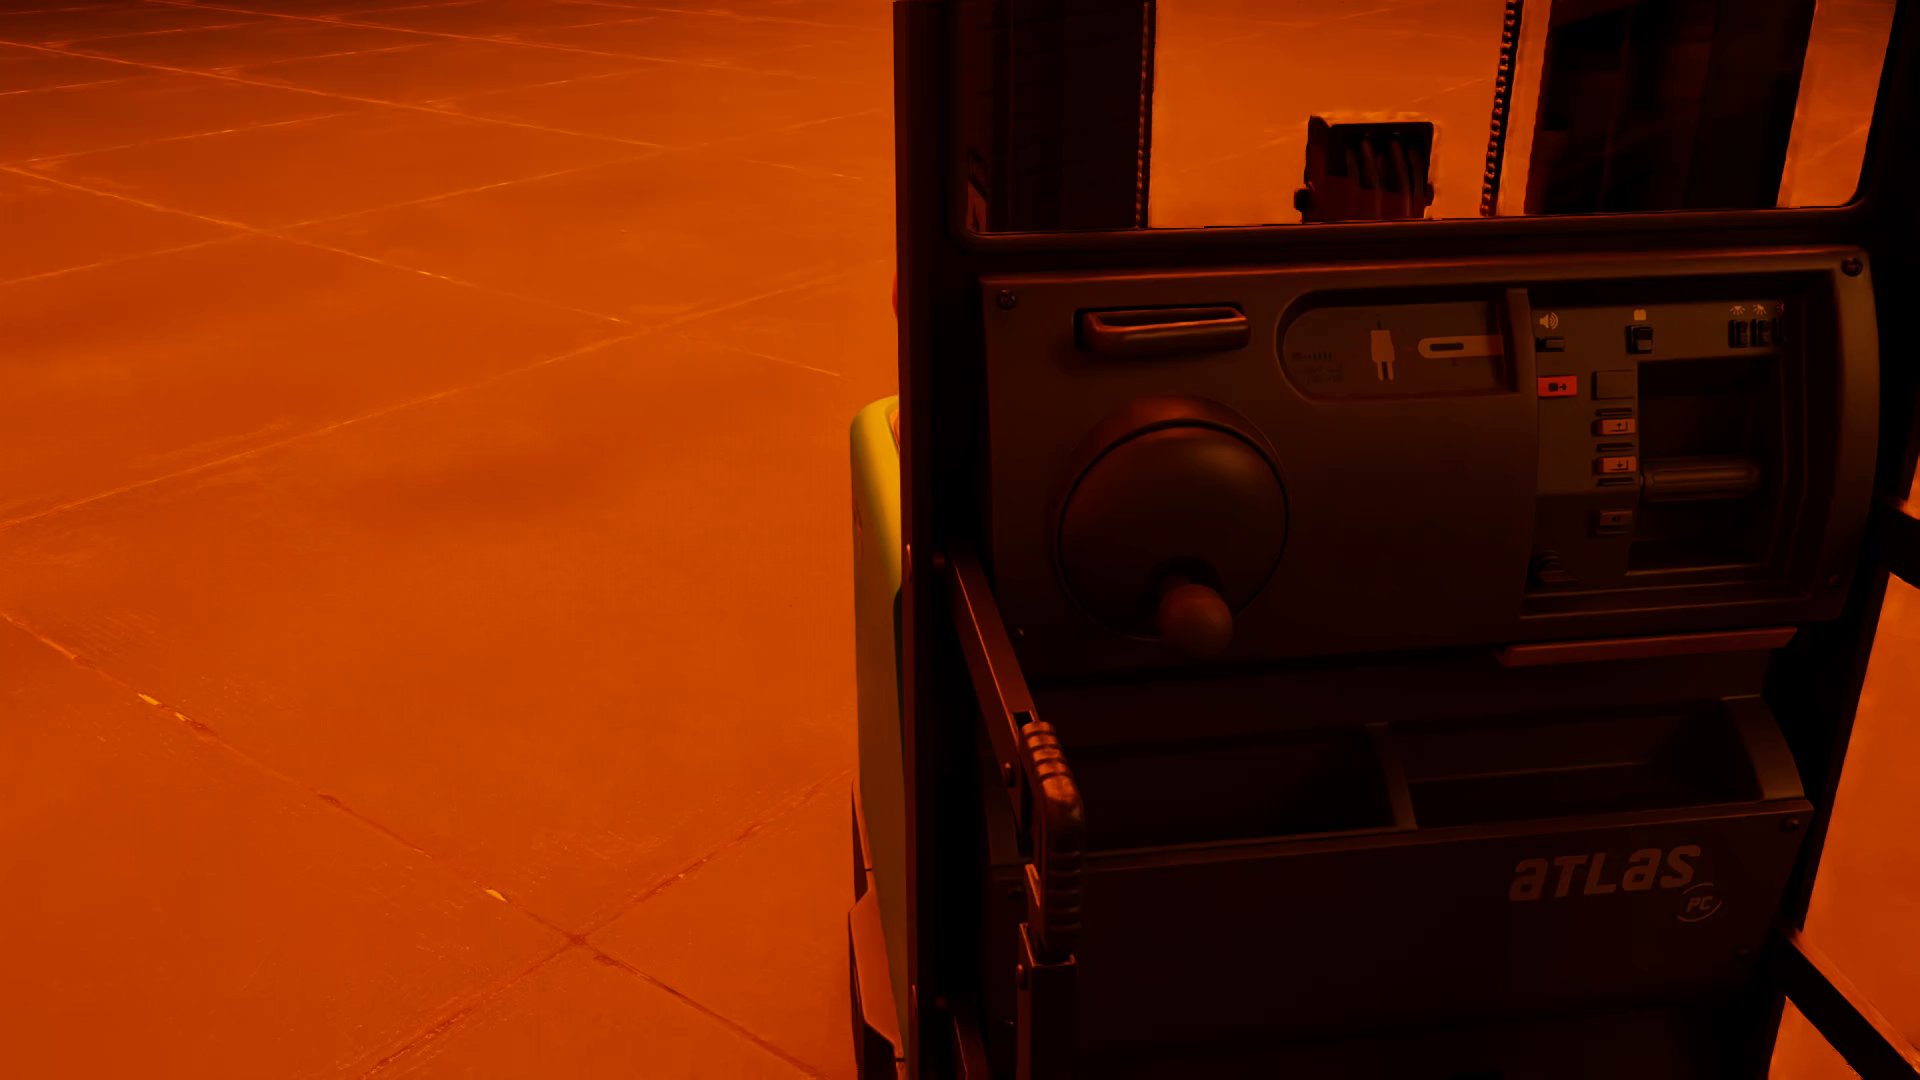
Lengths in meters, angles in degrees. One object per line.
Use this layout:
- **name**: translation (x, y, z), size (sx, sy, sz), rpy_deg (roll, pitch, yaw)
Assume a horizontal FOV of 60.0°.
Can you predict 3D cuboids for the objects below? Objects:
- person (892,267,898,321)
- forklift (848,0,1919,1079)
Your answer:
- **person**: translation (-0.051, -0.761, 4.745), size (0.473, 1.599, 0.521), rpy_deg (17, 29, 34)
- **forklift**: translation (0.517, -0.065, 1.480), size (1.130, 2.935, 3.031), rpy_deg (-3, 24, -8)
